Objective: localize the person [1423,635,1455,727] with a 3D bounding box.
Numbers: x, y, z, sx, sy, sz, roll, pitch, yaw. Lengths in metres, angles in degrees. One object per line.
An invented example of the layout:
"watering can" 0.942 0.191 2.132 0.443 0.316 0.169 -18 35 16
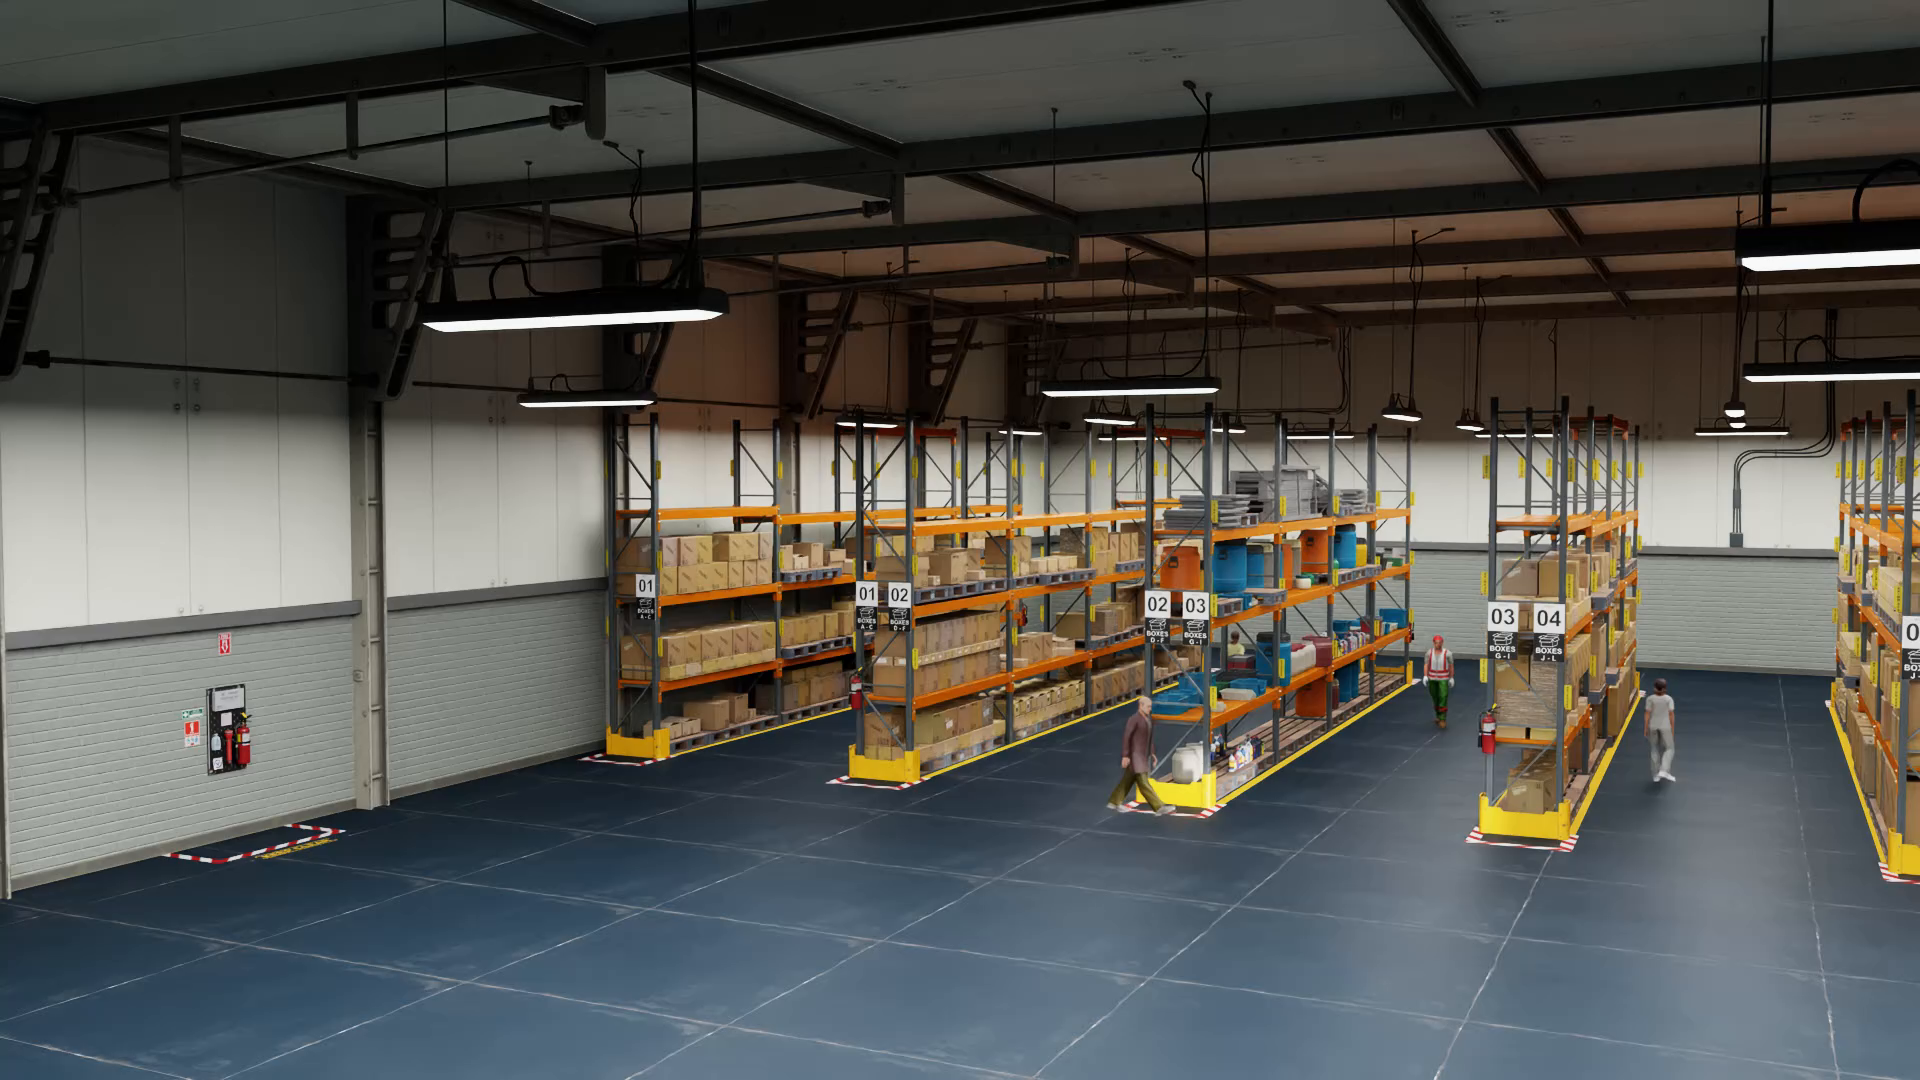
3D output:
"person" 9.329 2.730 32.481 0.547 1.744 0.921 1 3 31

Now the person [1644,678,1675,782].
"person" 11.224 3.050 26.659 0.479 1.669 0.522 1 3 29

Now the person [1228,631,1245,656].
"person" 5.716 2.722 34.528 0.490 1.667 0.534 1 3 27

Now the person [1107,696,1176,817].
"person" 2.643 3.112 23.986 1.165 1.713 0.583 1 3 27
